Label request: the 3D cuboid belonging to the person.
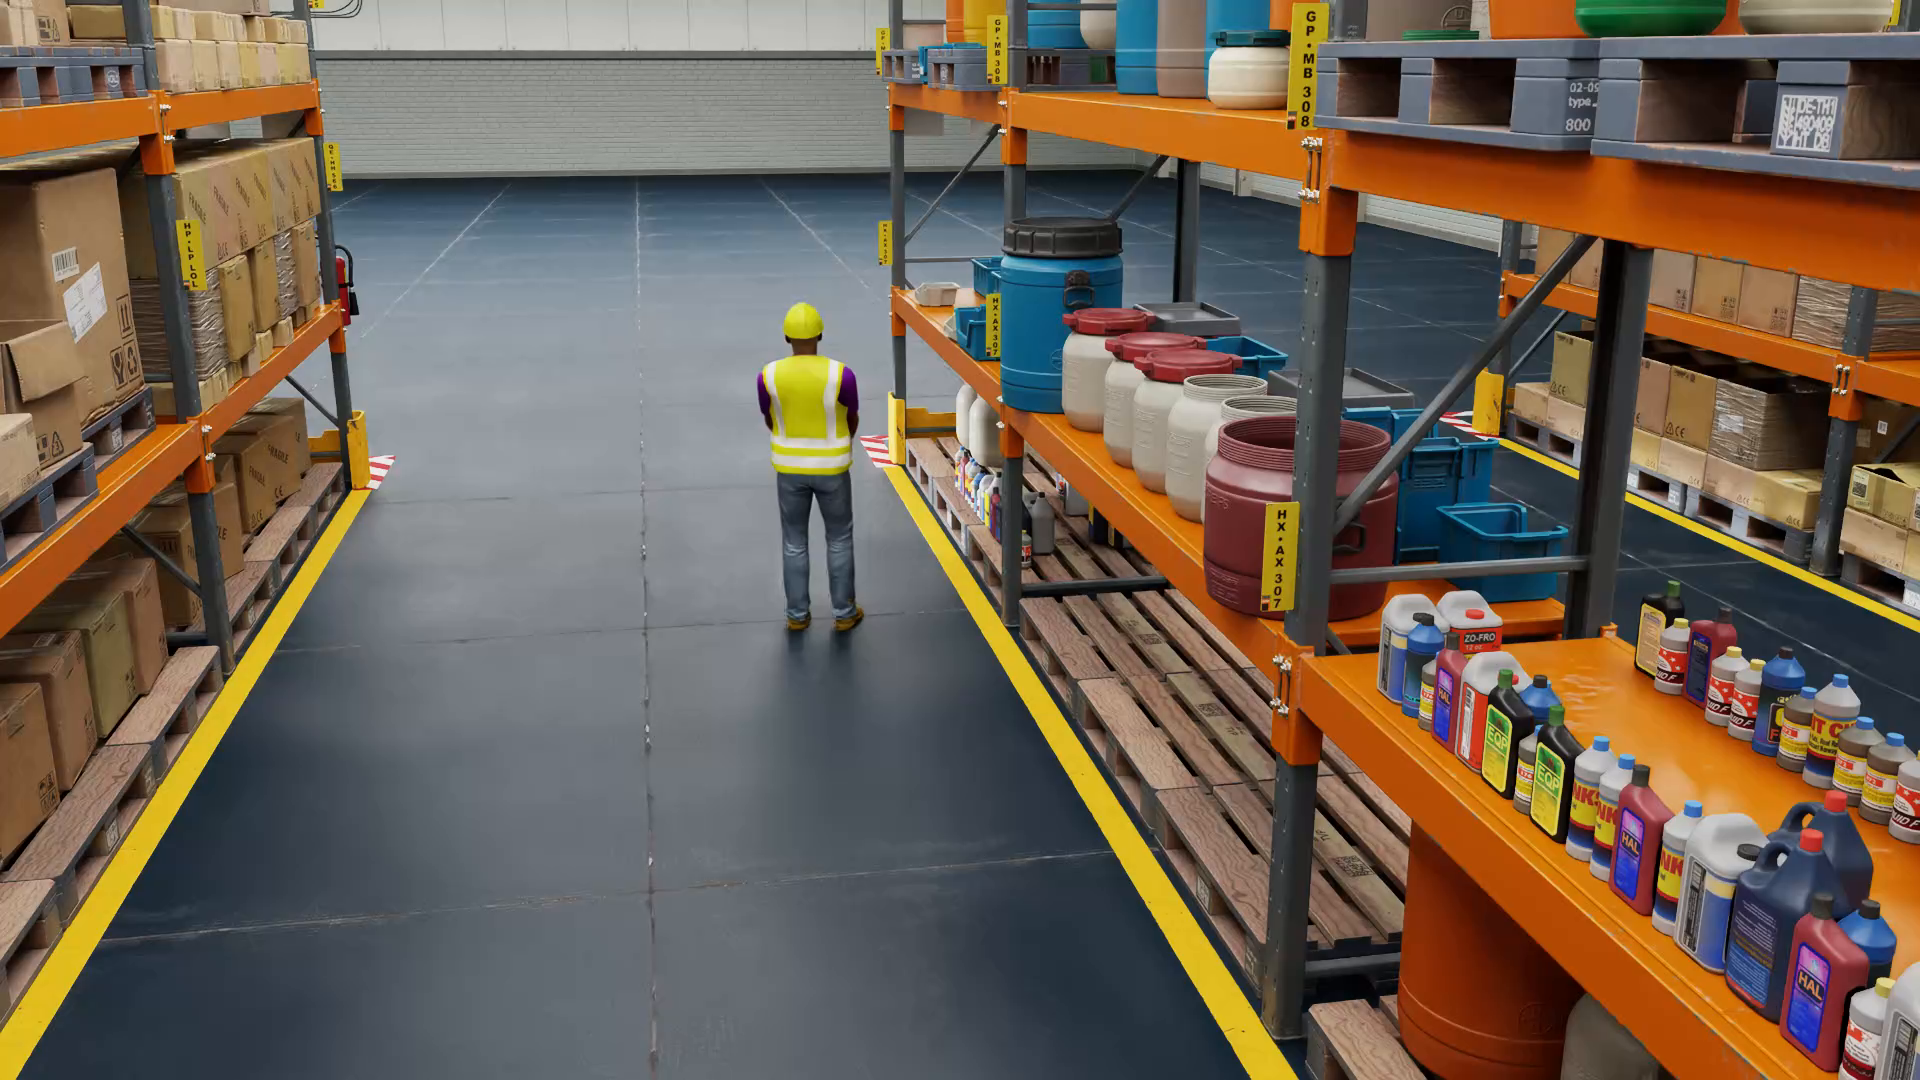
[{"bbox_3d":[-0.784,-0.404,8.871,0.520,1.771,0.566,1,16,3],"label":"person"}]
